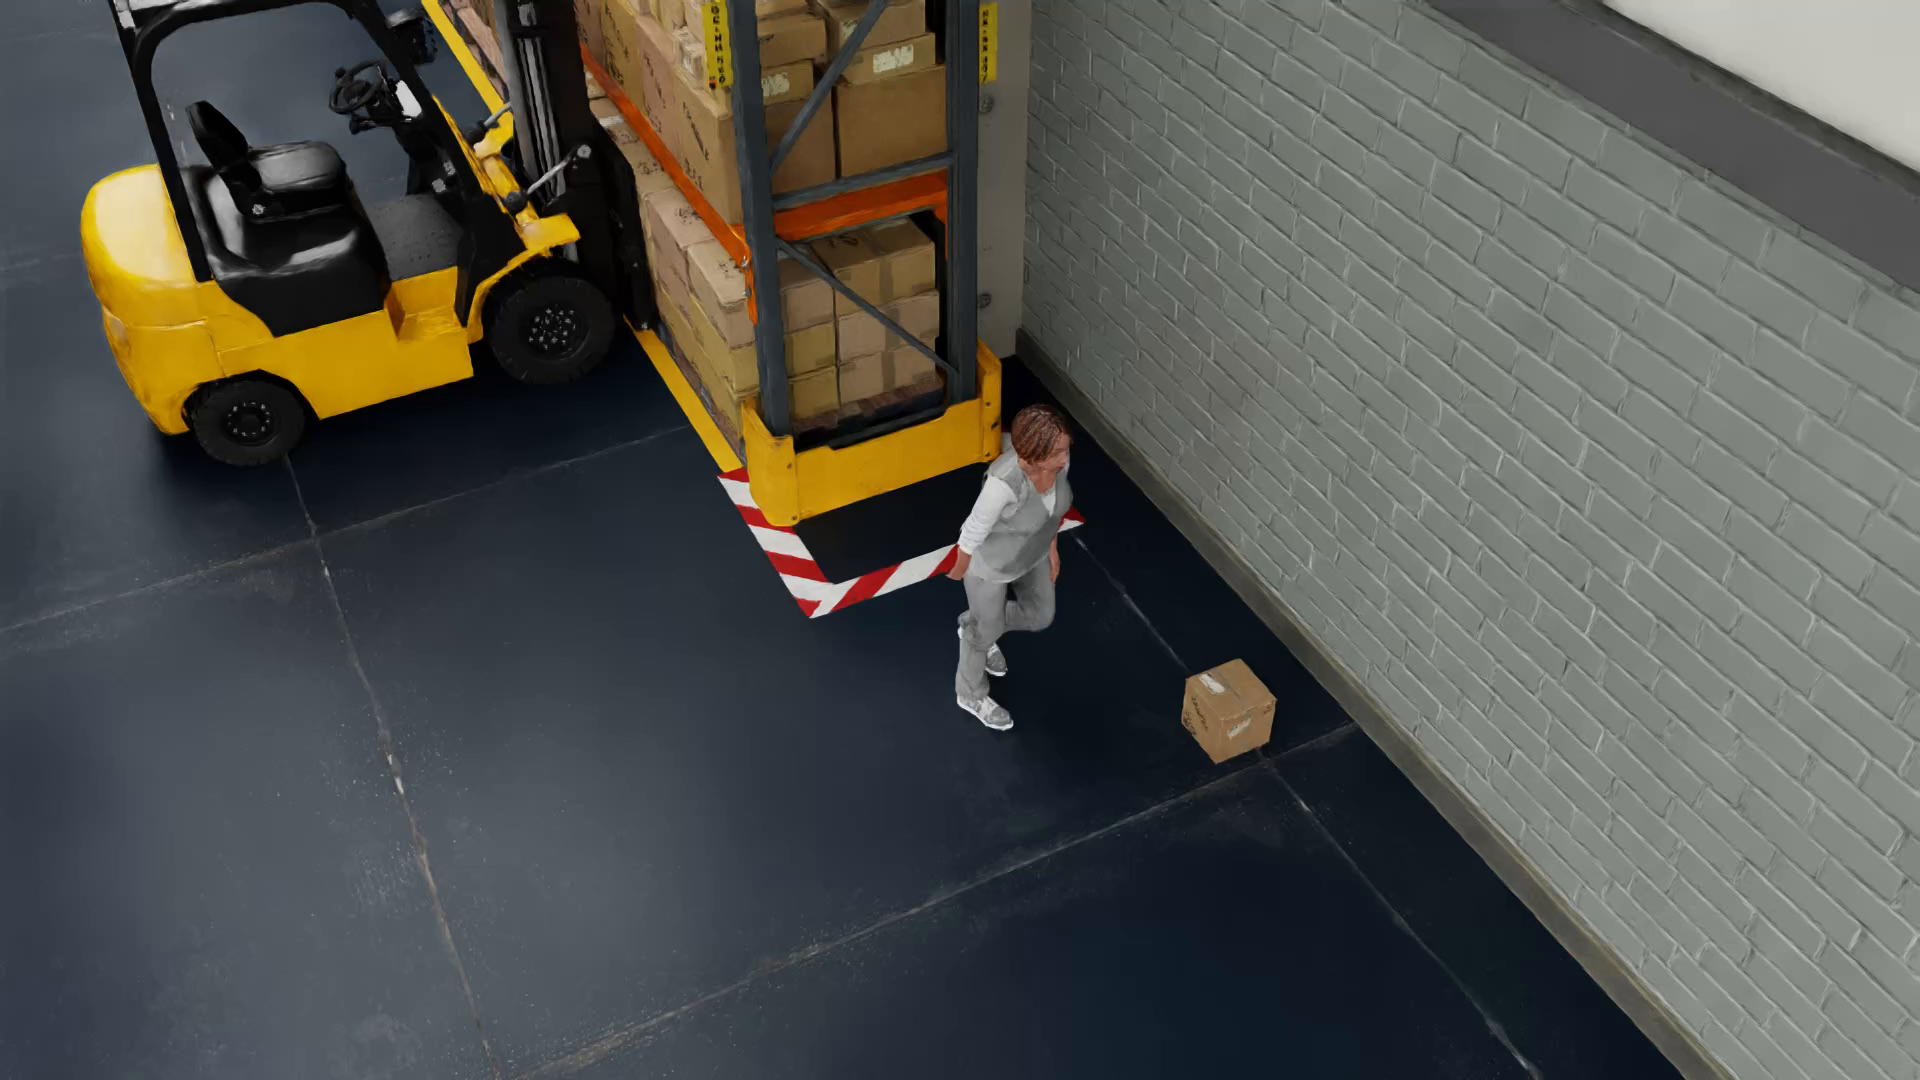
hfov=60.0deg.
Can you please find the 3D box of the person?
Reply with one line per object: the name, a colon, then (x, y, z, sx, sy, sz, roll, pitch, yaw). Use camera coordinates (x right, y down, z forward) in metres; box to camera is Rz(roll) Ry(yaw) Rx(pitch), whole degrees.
person: (0.156, 0.065, 6.106, 0.581, 1.574, 0.420, 32, 51, 31)
